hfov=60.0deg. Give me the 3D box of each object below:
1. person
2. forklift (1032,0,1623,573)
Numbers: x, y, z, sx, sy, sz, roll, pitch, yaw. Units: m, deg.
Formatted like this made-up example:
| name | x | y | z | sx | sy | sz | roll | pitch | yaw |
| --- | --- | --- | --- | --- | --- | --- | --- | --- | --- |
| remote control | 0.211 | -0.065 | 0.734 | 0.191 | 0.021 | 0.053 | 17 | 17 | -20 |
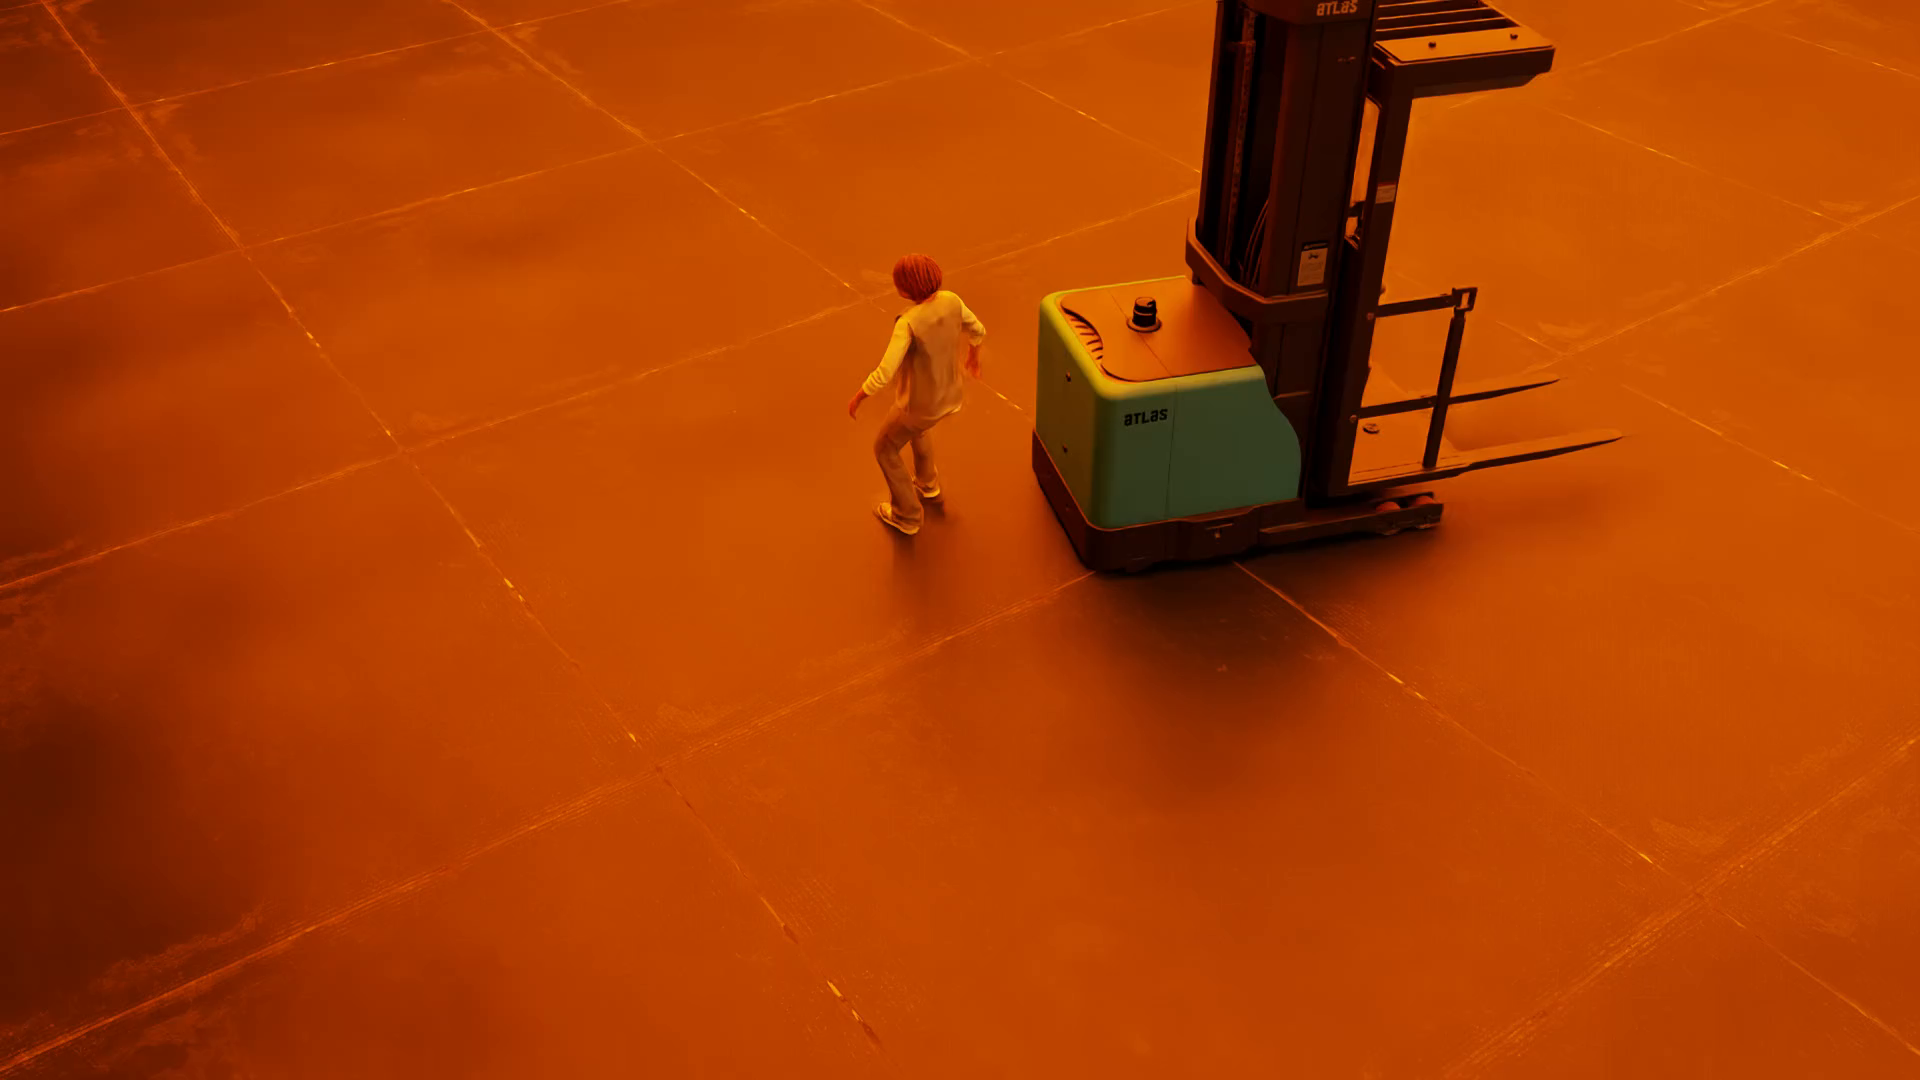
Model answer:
| name | x | y | z | sx | sy | sz | roll | pitch | yaw |
| --- | --- | --- | --- | --- | --- | --- | --- | --- | --- |
| person | -0.218 | -0.732 | 8.124 | 0.516 | 1.543 | 0.751 | 29 | 45 | 34 |
| forklift | 1.955 | -1.499 | 7.972 | 3.031 | 2.935 | 1.130 | -9 | 37 | -12 |
